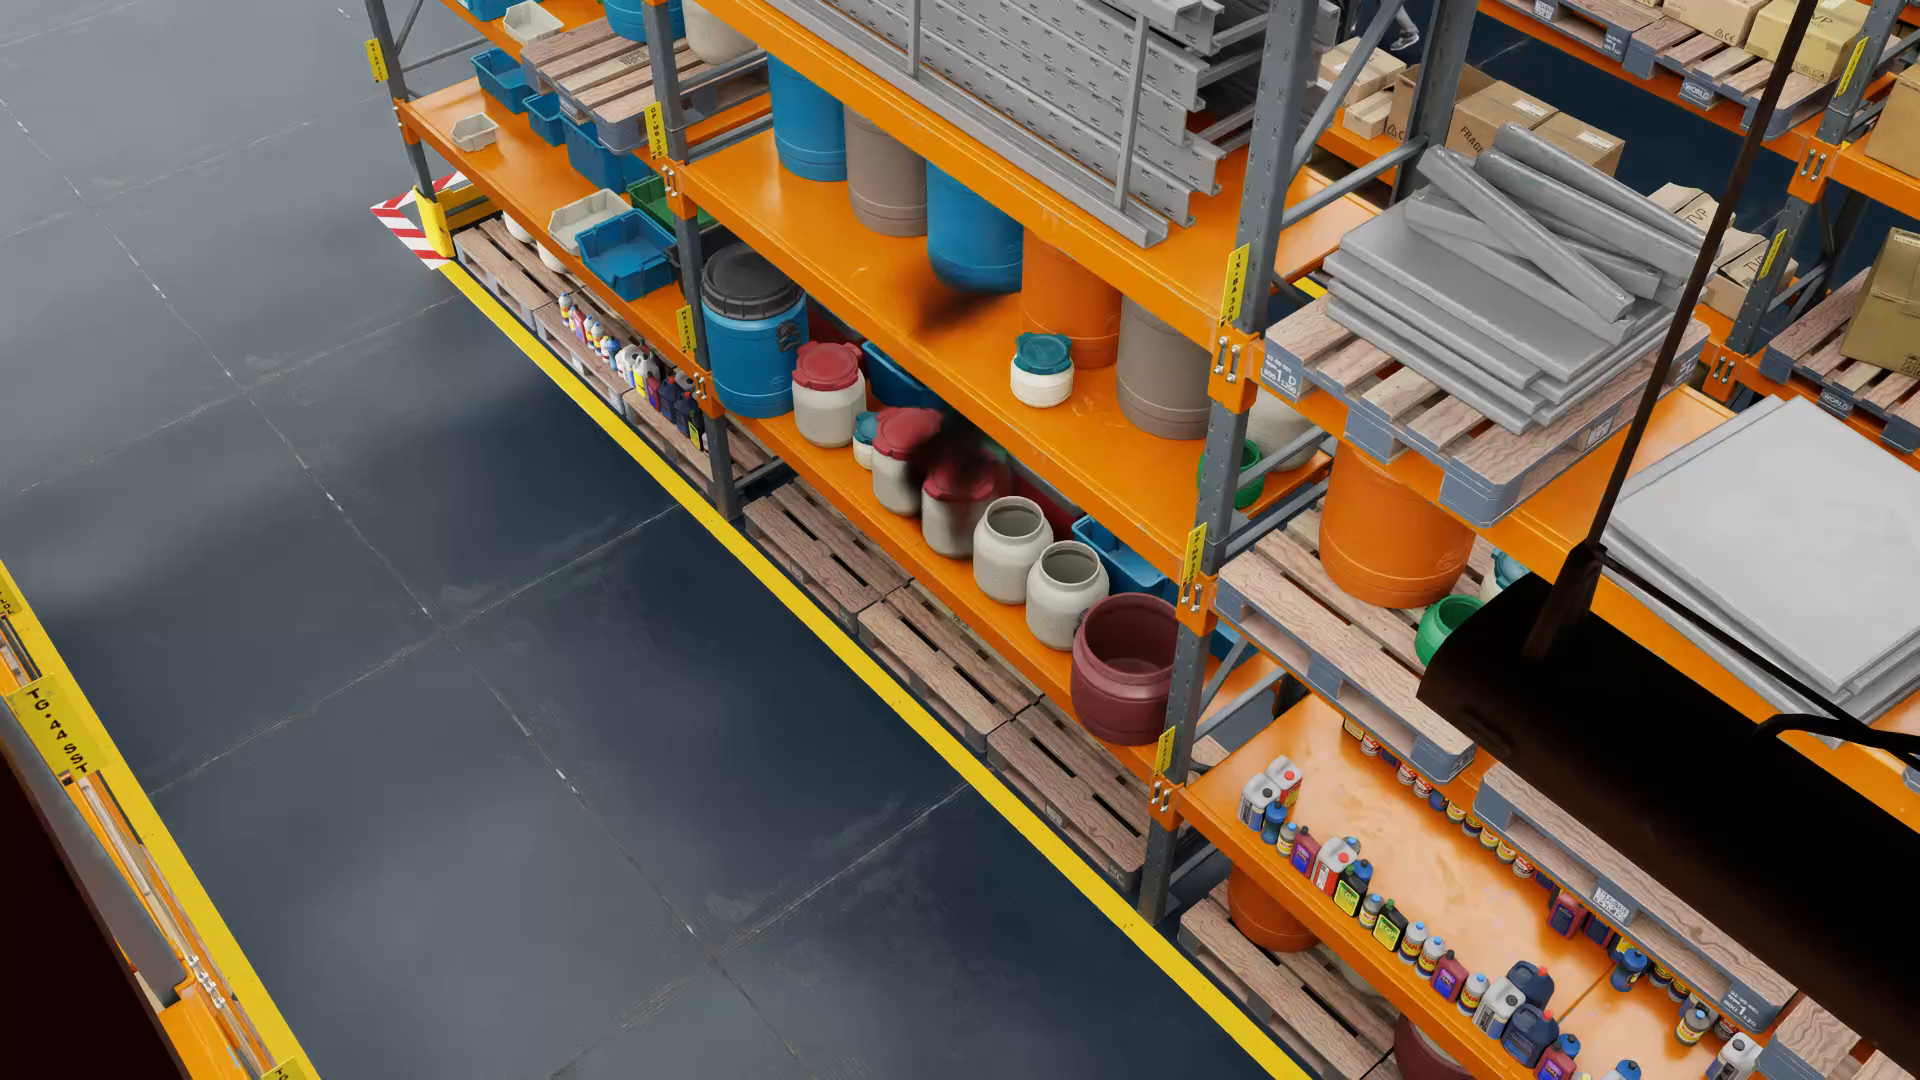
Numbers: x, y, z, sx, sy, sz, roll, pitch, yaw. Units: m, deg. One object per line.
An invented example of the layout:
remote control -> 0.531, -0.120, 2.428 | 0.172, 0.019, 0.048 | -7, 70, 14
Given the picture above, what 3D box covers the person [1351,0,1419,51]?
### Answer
person -> 3.794, -5.104, 14.738 | 0.869, 1.597, 0.571 | 23, 51, 20
